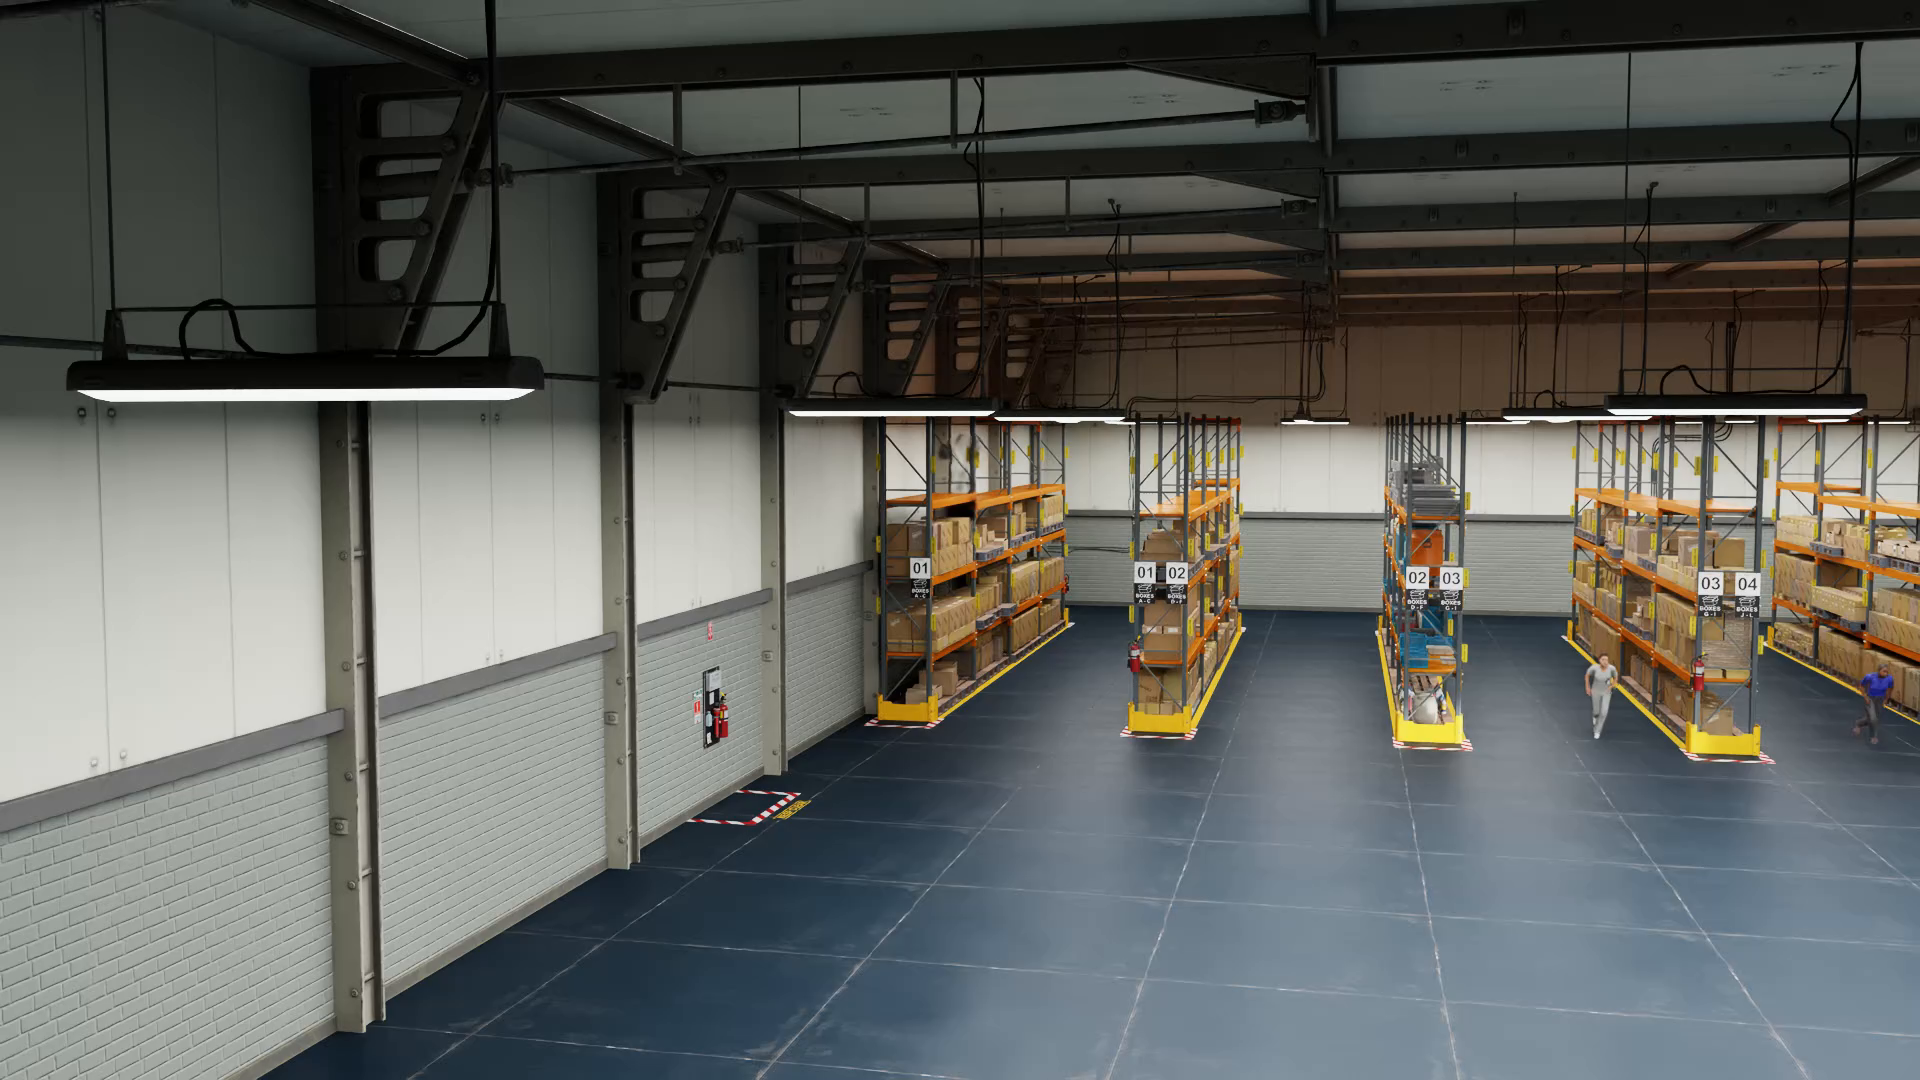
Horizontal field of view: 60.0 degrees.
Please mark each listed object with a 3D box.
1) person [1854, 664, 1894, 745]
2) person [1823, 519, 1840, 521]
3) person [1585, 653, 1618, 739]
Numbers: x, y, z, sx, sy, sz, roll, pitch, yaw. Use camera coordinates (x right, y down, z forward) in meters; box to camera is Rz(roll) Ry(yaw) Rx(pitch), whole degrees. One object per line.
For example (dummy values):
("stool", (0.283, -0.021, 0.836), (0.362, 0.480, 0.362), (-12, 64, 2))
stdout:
("person", (16.637, 2.951, 30.310), (0.580, 1.513, 0.964), (0, 4, 5))
("person", (24.043, 1.480, 37.226), (5.682, 3.434, 8.365), (0, 4, 3))
("person", (11.879, 2.861, 30.829), (0.557, 1.605, 0.746), (1, 4, 10))
